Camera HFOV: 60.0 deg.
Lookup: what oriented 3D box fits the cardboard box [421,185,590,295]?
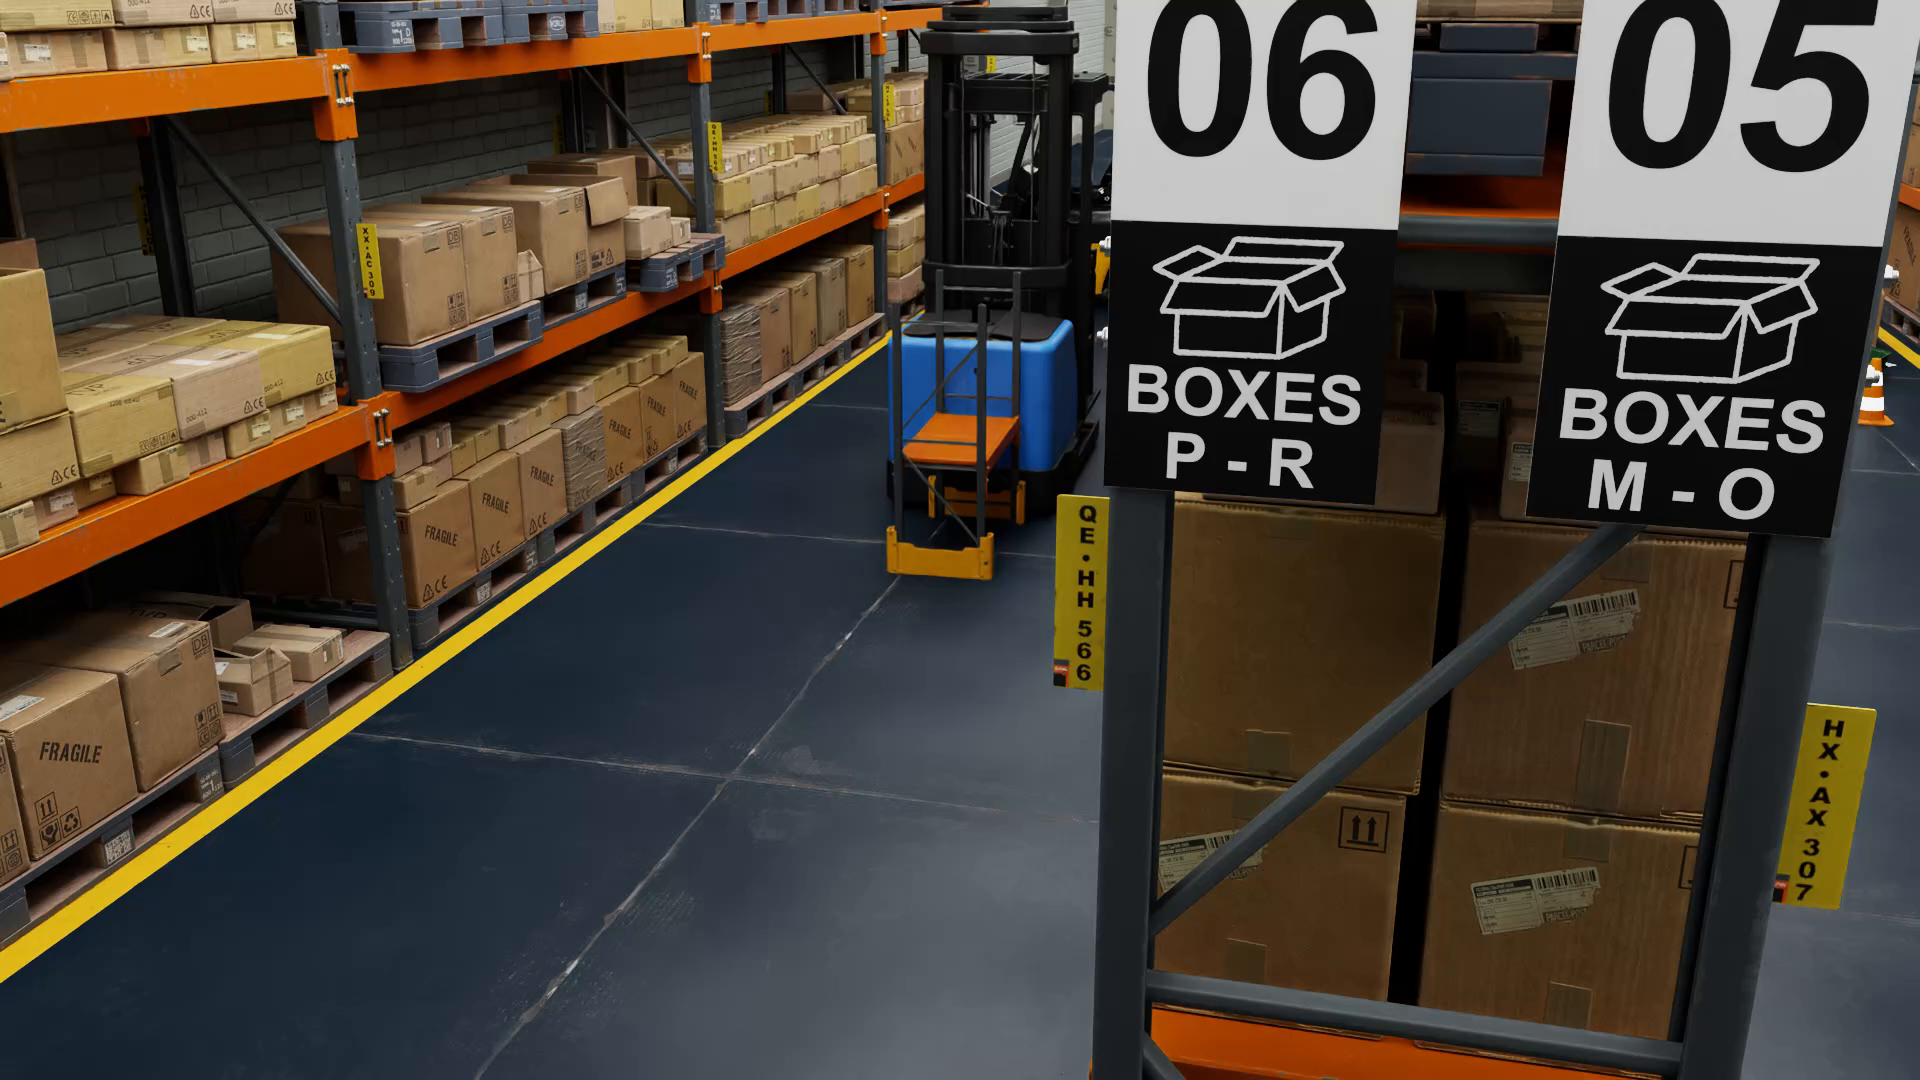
[{"bbox_3d":[-2.461,-1.639,9.041,0.700,0.500,0.500,5,19,13],"label":"cardboard box"}]

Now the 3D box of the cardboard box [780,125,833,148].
[{"bbox_3d":[-1.244,-3.263,13.441,0.380,0.149,0.250,4,19,12],"label":"cardboard box"}]

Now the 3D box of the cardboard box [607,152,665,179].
[{"bbox_3d":[-2.253,-2.577,11.432,0.380,0.149,0.250,5,20,15],"label":"cardboard box"}]

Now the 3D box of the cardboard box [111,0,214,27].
[{"bbox_3d":[-3.106,-2.005,6.048,0.500,0.250,0.500,4,19,12],"label":"cardboard box"}]

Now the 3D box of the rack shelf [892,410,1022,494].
[{"bbox_3d":[-0.002,-0.509,9.414,0.538,0.185,1.000,4,19,11],"label":"rack shelf"}]

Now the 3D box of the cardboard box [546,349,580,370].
[{"bbox_3d":[-2.640,-1.123,10.548,0.380,0.149,0.250,5,19,14],"label":"cardboard box"}]

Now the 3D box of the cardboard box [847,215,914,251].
[{"bbox_3d":[-0.737,-2.856,15.465,0.500,0.250,0.500,4,19,13],"label":"cardboard box"}]

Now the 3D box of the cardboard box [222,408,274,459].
[{"bbox_3d":[-3.030,-0.445,6.739,0.380,0.149,0.250,5,20,15],"label":"cardboard box"}]

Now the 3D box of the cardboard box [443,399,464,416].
[{"bbox_3d":[-3.029,-0.721,9.370,0.380,0.149,0.250,5,19,14],"label":"cardboard box"}]

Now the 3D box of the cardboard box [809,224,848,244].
[{"bbox_3d":[-1.227,-2.898,15.589,0.500,0.250,0.500,5,20,14],"label":"cardboard box"}]

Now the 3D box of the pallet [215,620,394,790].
[{"bbox_3d":[-3.283,0.684,7.358,1.003,0.211,1.213,5,19,13],"label":"pallet"}]

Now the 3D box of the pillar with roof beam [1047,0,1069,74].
[{"bbox_3d":[5.880,-10.725,27.165,9.100,9.000,0.400,5,19,13],"label":"pillar with roof beam"}]

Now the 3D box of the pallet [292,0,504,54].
[{"bbox_3d":[-2.886,-2.380,7.665,1.213,0.211,1.003,5,19,13],"label":"pallet"}]

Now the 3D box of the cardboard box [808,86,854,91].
[{"bbox_3d":[-1.221,-4.220,15.783,0.380,0.149,0.250,4,19,12],"label":"cardboard box"}]

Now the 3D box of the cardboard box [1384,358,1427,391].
[{"bbox_3d":[0.655,-0.243,3.054,0.380,0.149,0.250,5,19,14],"label":"cardboard box"}]

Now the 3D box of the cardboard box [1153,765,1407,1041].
[{"bbox_3d":[0.584,0.575,3.210,0.500,0.500,0.500,5,19,14],"label":"cardboard box"}]

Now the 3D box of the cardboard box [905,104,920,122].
[{"bbox_3d":[-0.596,-4.028,15.682,0.380,0.149,0.250,5,20,15],"label":"cardboard box"}]

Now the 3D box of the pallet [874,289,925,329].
[{"bbox_3d":[-0.924,-2.284,16.049,1.003,0.211,1.213,5,19,13],"label":"pallet"}]

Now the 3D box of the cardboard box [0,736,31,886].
[{"bbox_3d":[-3.603,0.938,5.517,0.700,0.500,0.500,5,20,16],"label":"cardboard box"}]

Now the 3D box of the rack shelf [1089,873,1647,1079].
[{"bbox_3d":[1.212,0.508,4.674,1.077,0.370,4.000,5,19,13],"label":"rack shelf"}]

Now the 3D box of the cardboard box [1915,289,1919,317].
[{"bbox_3d":[8.918,-2.276,14.347,0.875,0.875,0.875,5,19,14],"label":"cardboard box"}]

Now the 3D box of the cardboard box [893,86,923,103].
[{"bbox_3d":[-0.564,-4.255,15.887,0.380,0.149,0.250,4,19,13],"label":"cardboard box"}]

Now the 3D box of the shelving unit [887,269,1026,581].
[{"bbox_3d":[-0.004,-0.676,9.347,0.587,1.500,1.083,4,19,11],"label":"shelving unit"}]

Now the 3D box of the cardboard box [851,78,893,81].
[{"bbox_3d":[-0.893,-4.620,16.954,0.380,0.149,0.250,4,19,12],"label":"cardboard box"}]

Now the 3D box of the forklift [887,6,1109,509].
[{"bbox_3d":[0.362,-2.010,11.038,1.130,2.935,3.031,4,19,11],"label":"forklift"}]

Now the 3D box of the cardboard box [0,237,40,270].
[{"bbox_3d":[-3.736,-0.829,6.087,0.500,0.500,0.500,4,19,12],"label":"cardboard box"}]

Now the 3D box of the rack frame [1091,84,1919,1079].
[{"bbox_3d":[0.723,0.794,2.722,1.000,3.000,0.127,5,19,13],"label":"rack frame"}]

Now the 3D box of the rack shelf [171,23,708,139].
[{"bbox_3d":[-2.625,-2.556,9.004,1.077,0.370,4.000,5,19,13],"label":"rack shelf"}]

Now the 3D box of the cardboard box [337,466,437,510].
[{"bbox_3d":[-2.768,-0.265,8.036,0.380,0.149,0.250,6,20,16],"label":"cardboard box"}]

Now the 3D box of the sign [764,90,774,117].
[{"bbox_3d":[-1.698,-3.849,14.852,0.100,0.325,0.005,5,19,13],"label":"sign"}]

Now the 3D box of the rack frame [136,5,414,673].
[{"bbox_3d":[-3.114,-0.851,7.537,1.000,3.000,0.127,5,19,13],"label":"rack frame"}]

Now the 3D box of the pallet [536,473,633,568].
[{"bbox_3d":[-2.656,-0.172,9.866,1.003,0.211,1.213,5,19,13],"label":"pallet"}]

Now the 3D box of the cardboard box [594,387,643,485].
[{"bbox_3d":[-2.289,-0.650,10.168,0.500,0.500,0.500,6,20,16],"label":"cardboard box"}]

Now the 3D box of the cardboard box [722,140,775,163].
[{"bbox_3d":[-1.587,-2.866,12.278,0.380,0.149,0.250,5,19,14],"label":"cardboard box"}]

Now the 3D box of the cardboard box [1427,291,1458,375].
[{"bbox_3d":[1.606,-0.492,4.785,0.500,0.500,0.500,5,19,14],"label":"cardboard box"}]

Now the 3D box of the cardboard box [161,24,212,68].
[{"bbox_3d":[-3.052,-1.855,6.226,0.380,0.149,0.250,5,20,15],"label":"cardboard box"}]

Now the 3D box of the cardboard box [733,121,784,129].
[{"bbox_3d":[-1.674,-3.379,13.782,0.380,0.149,0.250,4,19,13],"label":"cardboard box"}]

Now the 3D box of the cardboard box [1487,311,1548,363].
[{"bbox_3d":[1.295,-0.367,3.416,0.380,0.149,0.250,4,19,12],"label":"cardboard box"}]

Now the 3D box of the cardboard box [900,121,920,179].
[{"bbox_3d":[-0.686,-3.688,15.691,0.500,0.500,0.500,5,19,14],"label":"cardboard box"}]

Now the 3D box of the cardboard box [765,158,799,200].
[{"bbox_3d":[-1.522,-2.709,12.437,0.500,0.250,0.500,4,19,12],"label":"cardboard box"}]

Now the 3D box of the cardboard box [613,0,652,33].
[{"bbox_3d":[-2.149,-3.115,9.759,0.500,0.250,0.500,5,19,14],"label":"cardboard box"}]

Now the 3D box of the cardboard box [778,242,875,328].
[{"bbox_3d":[-1.276,-2.269,14.713,0.875,0.625,0.625,6,20,16],"label":"cardboard box"}]

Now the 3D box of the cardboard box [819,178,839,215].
[{"bbox_3d":[-1.297,-2.797,13.468,0.500,0.250,0.500,5,19,14],"label":"cardboard box"}]

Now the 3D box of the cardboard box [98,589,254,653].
[{"bbox_3d":[-3.504,0.412,7.352,0.500,0.311,0.500,5,20,15],"label":"cardboard box"}]

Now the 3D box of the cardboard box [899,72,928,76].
[{"bbox_3d":[-0.471,-5.018,18.121,0.380,0.149,0.250,4,19,12],"label":"cardboard box"}]

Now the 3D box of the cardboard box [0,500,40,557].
[{"bbox_3d":[-3.337,-0.043,5.562,0.380,0.149,0.250,5,20,15],"label":"cardboard box"}]

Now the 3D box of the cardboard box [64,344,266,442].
[{"bbox_3d":[-3.110,-0.583,6.526,0.500,0.250,0.500,5,19,14],"label":"cardboard box"}]

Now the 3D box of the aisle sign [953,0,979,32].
[{"bbox_3d":[0.119,-5.839,18.121,0.394,0.787,0.004,5,19,13],"label":"aisle sign"}]

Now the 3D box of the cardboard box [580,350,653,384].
[{"bbox_3d":[-2.155,-1.085,10.438,0.380,0.149,0.250,4,19,12],"label":"cardboard box"}]

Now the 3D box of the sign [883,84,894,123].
[{"bbox_3d":[-0.631,-3.829,14.587,0.100,0.325,0.005,5,19,13],"label":"sign"}]

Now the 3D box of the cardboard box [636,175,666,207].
[{"bbox_3d":[-2.296,-2.433,11.627,0.500,0.250,0.500,5,20,15],"label":"cardboard box"}]

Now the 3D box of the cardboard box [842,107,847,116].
[{"bbox_3d":[-1.230,-3.997,15.590,0.380,0.149,0.250,5,20,15],"label":"cardboard box"}]

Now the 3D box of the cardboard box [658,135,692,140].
[{"bbox_3d":[-2.064,-2.987,12.633,0.380,0.149,0.250,4,19,12],"label":"cardboard box"}]

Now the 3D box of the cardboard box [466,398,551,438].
[{"bbox_3d":[-2.510,-0.679,9.249,0.380,0.149,0.250,5,20,15],"label":"cardboard box"}]

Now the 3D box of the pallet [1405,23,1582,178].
[{"bbox_3d":[0.894,-0.817,2.935,1.003,0.211,1.213,5,19,13],"label":"pallet"}]
